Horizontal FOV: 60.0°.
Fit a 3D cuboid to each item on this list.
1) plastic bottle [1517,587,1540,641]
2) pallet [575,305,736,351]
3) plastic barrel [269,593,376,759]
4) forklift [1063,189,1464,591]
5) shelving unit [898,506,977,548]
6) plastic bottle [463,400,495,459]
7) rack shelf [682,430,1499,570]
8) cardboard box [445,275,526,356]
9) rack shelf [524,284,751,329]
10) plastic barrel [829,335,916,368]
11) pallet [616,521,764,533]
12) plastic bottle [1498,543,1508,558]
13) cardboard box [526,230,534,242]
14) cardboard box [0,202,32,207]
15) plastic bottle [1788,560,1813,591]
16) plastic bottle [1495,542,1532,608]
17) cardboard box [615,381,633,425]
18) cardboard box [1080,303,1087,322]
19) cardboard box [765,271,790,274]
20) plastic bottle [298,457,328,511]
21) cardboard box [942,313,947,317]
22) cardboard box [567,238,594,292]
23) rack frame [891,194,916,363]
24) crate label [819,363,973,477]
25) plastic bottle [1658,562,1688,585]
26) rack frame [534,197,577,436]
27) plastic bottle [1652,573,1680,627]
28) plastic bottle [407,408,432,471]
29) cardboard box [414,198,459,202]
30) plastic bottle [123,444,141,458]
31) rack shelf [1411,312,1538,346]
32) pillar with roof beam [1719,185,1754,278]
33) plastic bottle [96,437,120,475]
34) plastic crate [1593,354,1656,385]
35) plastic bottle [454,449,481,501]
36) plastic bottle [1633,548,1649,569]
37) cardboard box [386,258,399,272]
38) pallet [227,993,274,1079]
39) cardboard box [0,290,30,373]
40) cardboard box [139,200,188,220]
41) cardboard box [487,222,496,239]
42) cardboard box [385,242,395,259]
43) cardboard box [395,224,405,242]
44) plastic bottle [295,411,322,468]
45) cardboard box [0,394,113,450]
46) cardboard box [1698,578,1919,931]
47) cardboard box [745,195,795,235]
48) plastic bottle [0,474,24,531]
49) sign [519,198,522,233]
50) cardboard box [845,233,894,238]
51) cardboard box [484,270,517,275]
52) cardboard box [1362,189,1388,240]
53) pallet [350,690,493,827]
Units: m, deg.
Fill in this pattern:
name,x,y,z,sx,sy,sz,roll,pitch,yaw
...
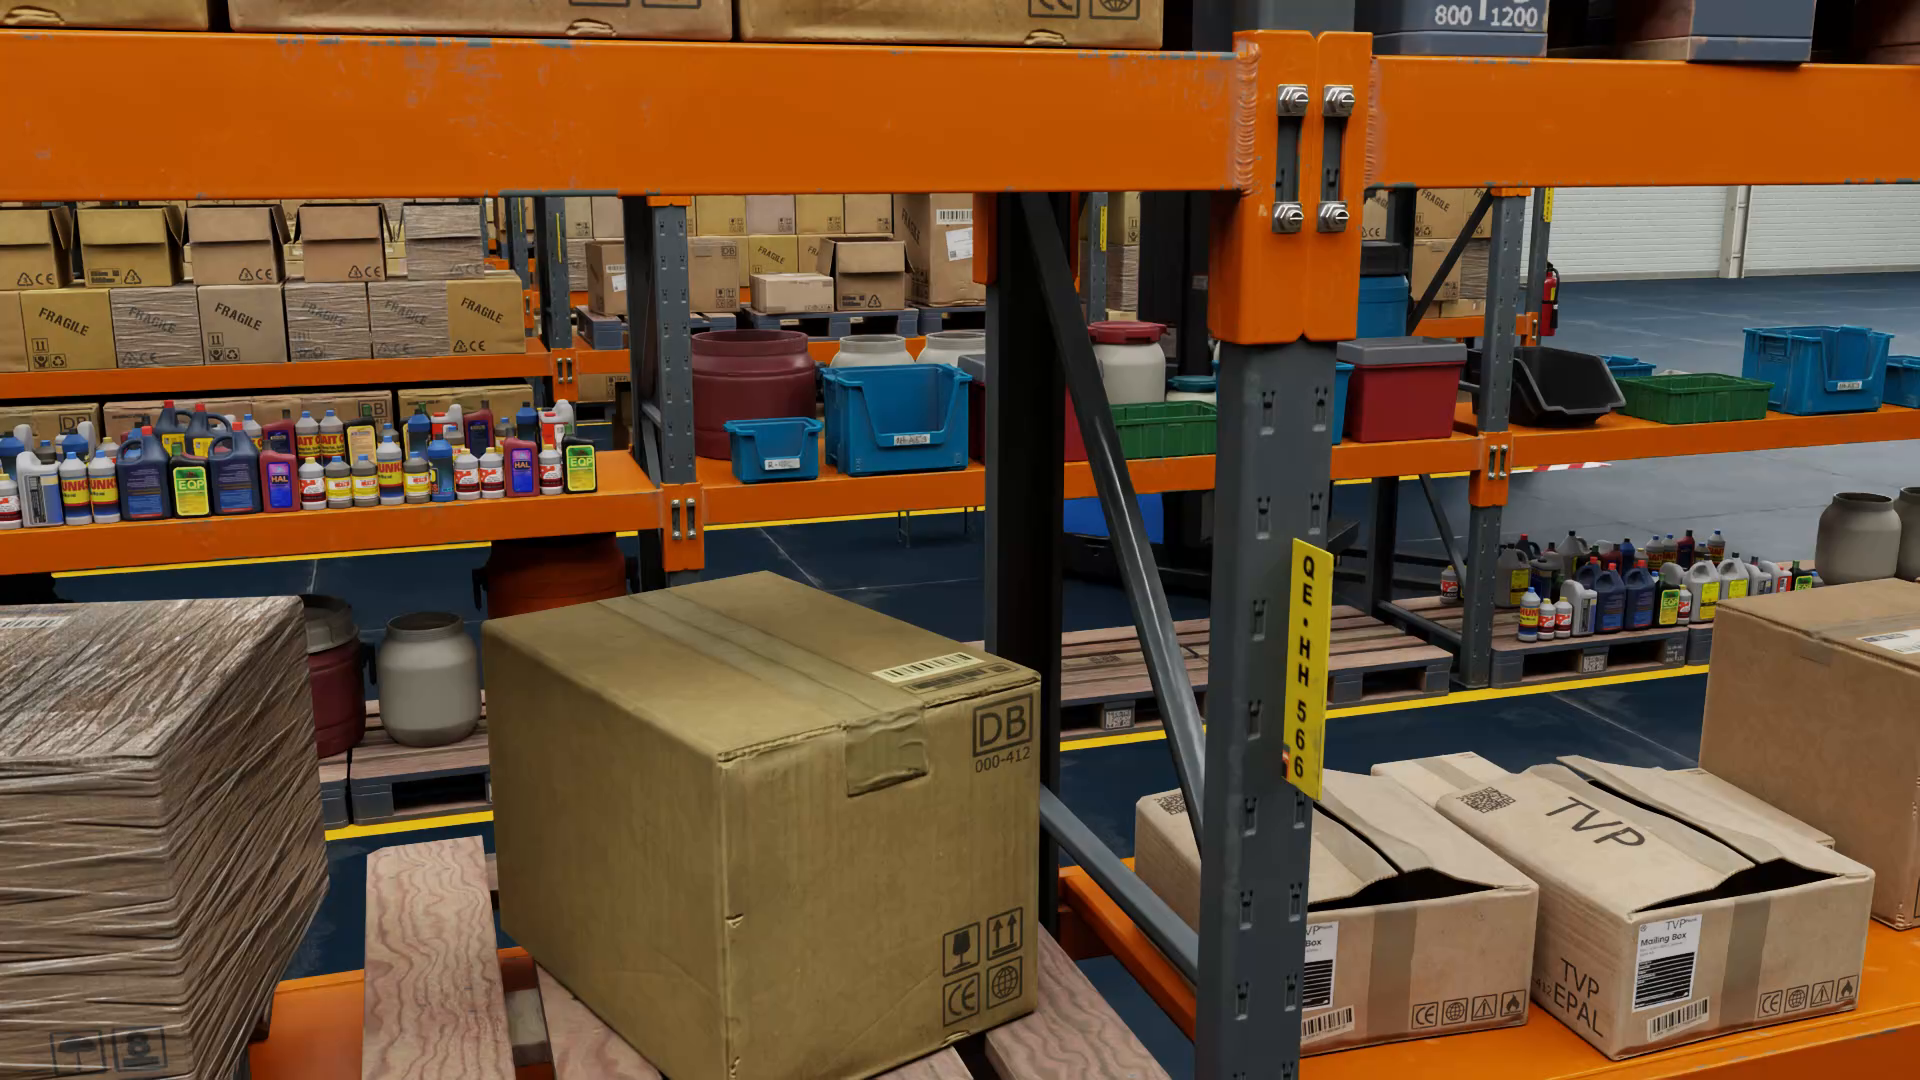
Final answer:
name,x,y,z,sx,sy,sz,roll,pitch,yaw
plastic bottle,2.918,0.376,8.524,0.097,0.271,0.097,0,13,0
pallet,-2.253,-1.583,12.232,1.003,0.211,1.213,-4,14,-18
plastic barrel,-2.844,0.578,7.036,0.708,0.588,0.600,-4,14,-18
forklift,1.891,-1.153,10.155,3.031,2.935,1.130,7,15,28
shelving unit,-0.157,-0.571,11.453,0.503,1.200,0.258,-4,14,-18
plastic bottle,-2.154,-0.482,7.441,0.133,0.283,0.061,-4,14,-18
rack shelf,0.581,-0.312,8.028,4.000,0.370,1.077,-4,14,-18
cardboard box,-3.283,-1.559,11.498,0.500,0.500,0.500,-4,14,-16
rack shelf,-2.485,-2.494,17.199,4.000,0.370,1.077,-4,14,-18
plastic barrel,-0.408,-0.692,7.827,0.421,0.512,0.421,0,13,0
pallet,-2.154,-0.302,12.454,1.213,0.211,1.003,-4,14,-18
plastic bottle,2.995,0.154,9.286,0.185,0.351,0.144,-5,14,-20
cardboard box,-5.409,-3.853,20.995,0.250,0.149,0.380,-5,14,-22
cardboard box,-8.531,-2.987,14.697,0.500,0.500,0.500,-5,14,-20
plastic bottle,4.561,0.247,9.042,0.133,0.283,0.061,-4,14,-17
plastic bottle,3.041,0.186,9.153,0.185,0.351,0.144,-4,14,-18
cardboard box,-2.269,-1.020,12.278,0.500,0.250,0.500,-4,14,-16
cardboard box,1.006,-1.854,13.499,0.250,0.149,0.380,-4,14,-18
cardboard box,-1.400,-1.922,12.624,0.258,0.266,0.396,-5,14,-20
plastic bottle,-2.542,-0.223,6.526,0.097,0.201,0.097,0,13,0
cardboard box,0.029,-2.193,18.064,0.875,0.875,0.875,-4,14,-17
cardboard box,-3.869,-2.719,16.374,0.500,0.500,0.500,-4,14,-17
rack frame,-0.590,-2.991,17.737,0.127,3.000,1.000,-4,14,-18
crate label,-0.287,-0.546,7.379,0.616,0.435,0.502,-4,14,-18
plastic bottle,3.884,0.257,9.016,0.135,0.276,0.152,-4,14,-18
rack frame,-2.895,-1.601,11.891,0.127,3.000,1.000,-4,14,-18
plastic bottle,3.722,0.312,8.768,0.133,0.283,0.061,-4,14,-16
plastic bottle,-2.366,-0.441,7.292,0.097,0.271,0.097,0,13,0
cardboard box,-6.462,-4.214,20.499,0.500,0.500,0.500,-5,14,-20
plastic bottle,-3.191,-0.241,6.453,0.097,0.271,0.097,0,13,0
rack shelf,2.792,-1.694,13.836,4.000,0.370,1.077,-4,14,-18
pillar with roof beam,17.426,-8.902,29.622,0.400,9.000,9.100,-4,14,-18
plastic bottle,-3.563,-0.328,6.971,0.097,0.201,0.097,0,13,0
plastic crate,3.438,-0.879,9.176,0.616,0.251,0.499,-4,14,-18
plastic bottle,-1.988,-0.266,6.707,0.097,0.201,0.097,0,13,0
plastic bottle,3.936,0.148,9.636,0.097,0.201,0.097,0,13,0
cardboard box,-5.419,-2.586,15.669,0.250,0.149,0.380,-5,14,-19
pallet,-1.580,0.810,2.170,1.213,0.211,1.003,-4,14,-18
cardboard box,-6.170,-1.333,10.550,0.500,0.500,0.500,-4,14,-18
cardboard box,-9.338,-3.984,19.531,0.500,0.500,0.500,-4,14,-17
cardboard box,-7.143,-4.769,25.534,0.500,0.250,0.500,-4,14,-18
cardboard box,-5.442,-2.728,15.623,0.250,0.149,0.380,-4,14,-18
cardboard box,-5.186,-2.894,15.675,0.250,0.149,0.380,-4,14,-16
plastic bottle,-2.823,-0.420,7.205,0.097,0.271,0.097,0,13,0
cardboard box,-6.086,-0.528,11.064,0.875,0.875,1.225,-4,14,-18
cardboard box,1.846,0.396,3.280,0.500,0.500,0.500,-5,14,-21
cardboard box,-2.024,-3.413,17.132,0.500,0.500,0.700,-4,14,-18
plastic bottle,-3.550,-0.144,6.196,0.097,0.201,0.097,0,13,0
sign,-4.199,-3.103,15.873,0.005,0.325,0.100,-4,14,-18
cardboard box,-0.999,-2.943,17.317,0.500,0.500,0.500,-5,14,-18
cardboard box,-3.442,-1.673,11.979,0.500,0.500,0.500,-4,14,-16
cardboard box,3.298,-2.702,13.499,0.500,0.500,0.500,-4,14,-18
pallet,-2.049,0.909,7.363,1.213,0.211,1.003,-4,14,-18
